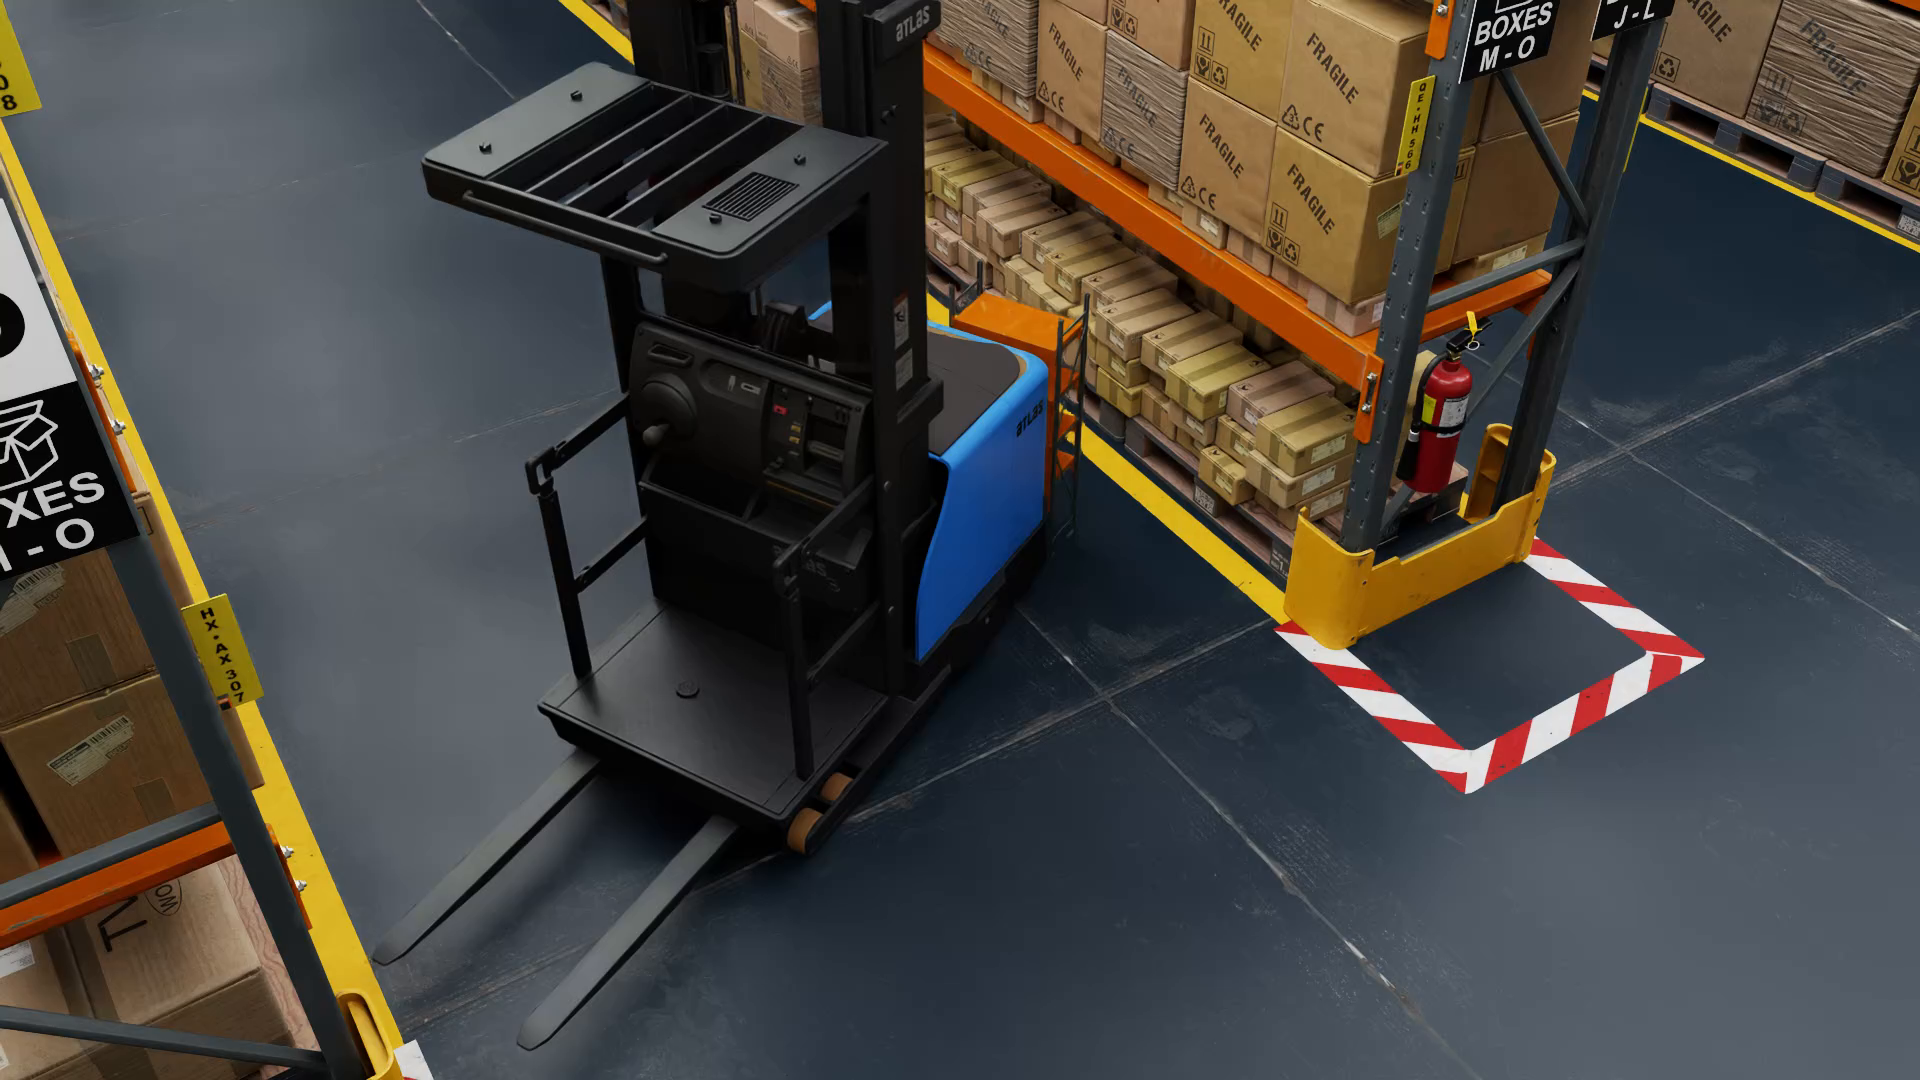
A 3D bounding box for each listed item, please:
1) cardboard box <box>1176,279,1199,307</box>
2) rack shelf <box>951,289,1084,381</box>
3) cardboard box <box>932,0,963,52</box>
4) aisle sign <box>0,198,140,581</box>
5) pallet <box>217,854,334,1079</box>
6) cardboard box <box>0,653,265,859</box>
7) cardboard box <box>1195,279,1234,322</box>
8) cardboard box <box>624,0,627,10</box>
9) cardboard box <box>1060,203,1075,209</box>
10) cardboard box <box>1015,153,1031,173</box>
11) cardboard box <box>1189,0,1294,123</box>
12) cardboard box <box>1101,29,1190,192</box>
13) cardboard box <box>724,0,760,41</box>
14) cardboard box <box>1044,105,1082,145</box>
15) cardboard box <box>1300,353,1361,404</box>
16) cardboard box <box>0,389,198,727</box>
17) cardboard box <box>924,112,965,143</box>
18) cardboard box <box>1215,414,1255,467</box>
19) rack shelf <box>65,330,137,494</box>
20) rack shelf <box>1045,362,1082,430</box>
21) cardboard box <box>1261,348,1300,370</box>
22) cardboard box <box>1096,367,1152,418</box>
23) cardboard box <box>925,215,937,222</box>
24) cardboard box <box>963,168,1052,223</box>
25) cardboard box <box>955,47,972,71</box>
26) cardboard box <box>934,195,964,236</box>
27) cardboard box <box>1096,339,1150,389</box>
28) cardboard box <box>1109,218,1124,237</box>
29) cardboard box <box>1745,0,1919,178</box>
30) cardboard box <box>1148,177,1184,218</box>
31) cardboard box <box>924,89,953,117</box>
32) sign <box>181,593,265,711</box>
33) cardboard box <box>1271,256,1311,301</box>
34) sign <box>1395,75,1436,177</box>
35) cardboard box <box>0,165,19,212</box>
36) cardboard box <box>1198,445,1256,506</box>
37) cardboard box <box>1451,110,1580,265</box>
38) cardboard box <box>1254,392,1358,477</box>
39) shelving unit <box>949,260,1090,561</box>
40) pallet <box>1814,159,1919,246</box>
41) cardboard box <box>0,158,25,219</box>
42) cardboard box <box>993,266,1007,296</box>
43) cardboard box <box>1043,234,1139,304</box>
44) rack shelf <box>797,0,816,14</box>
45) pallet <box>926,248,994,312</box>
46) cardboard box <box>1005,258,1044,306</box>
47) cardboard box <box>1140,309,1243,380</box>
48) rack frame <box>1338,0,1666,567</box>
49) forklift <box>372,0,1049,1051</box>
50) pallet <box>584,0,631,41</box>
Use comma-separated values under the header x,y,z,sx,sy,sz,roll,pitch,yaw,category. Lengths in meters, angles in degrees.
x,y,z,sx,sy,sz,roll,pitch,yaw,category
1.122,-1.183,7.993,0.380,0.149,0.250,-20,44,-22,cardboard box
0.234,-0.827,6.689,0.480,0.148,0.258,21,44,23,rack shelf
0.118,-2.637,7.761,0.500,0.500,0.500,-22,45,-24,cardboard box
-1.893,-0.245,3.171,0.394,0.787,0.004,-22,45,-24,aisle sign
-2.672,1.481,5.308,1.003,0.211,1.213,-22,45,-24,pallet
-2.192,0.418,4.327,0.500,0.500,0.500,-23,45,-25,cardboard box
1.326,-1.184,7.762,0.380,0.149,0.250,-20,44,-23,cardboard box
-1.920,-3.723,11.000,0.500,0.500,0.500,-22,44,-24,cardboard box
0.596,-1.773,8.702,0.380,0.149,0.250,-22,44,-24,cardboard box
0.513,-2.039,8.788,0.380,0.149,0.250,-23,45,-25,cardboard box
1.215,-1.916,6.114,0.500,0.500,0.500,-24,45,-26,cardboard box
0.931,-1.801,6.758,0.500,0.500,0.500,-22,45,-24,cardboard box
-1.087,-3.189,9.773,0.500,0.250,0.500,-20,44,-22,cardboard box
0.601,-1.918,7.405,0.380,0.149,0.250,-21,44,-23,cardboard box
1.698,-0.746,7.236,0.380,0.149,0.250,-21,44,-24,cardboard box
-2.194,0.035,4.006,0.500,0.500,0.500,-23,45,-25,cardboard box
-0.197,-2.141,8.910,0.380,0.149,0.250,-20,44,-23,cardboard box
1.323,-0.471,7.138,0.380,0.149,0.250,-23,45,-25,cardboard box
-3.252,-1.141,4.495,1.077,0.370,4.000,-22,45,-24,rack shelf
0.233,-0.644,6.839,0.480,0.148,0.258,21,44,23,rack shelf
1.572,-0.765,7.491,0.380,0.149,0.250,-22,44,-24,cardboard box
0.857,-0.744,7.698,0.380,0.149,0.250,-24,46,-26,cardboard box
-0.140,-1.718,8.868,0.380,0.149,0.250,-21,44,-23,cardboard box
0.238,-1.719,8.404,0.380,0.149,0.250,-23,45,-25,cardboard box
0.199,-2.353,7.927,0.380,0.149,0.250,-24,46,-26,cardboard box
0.090,-1.753,8.677,0.380,0.149,0.250,-22,45,-25,cardboard box
0.848,-0.866,7.613,0.380,0.149,0.250,-22,44,-24,cardboard box
0.966,-1.617,8.281,0.380,0.149,0.250,-24,45,-26,cardboard box
5.278,-2.751,9.540,0.875,0.875,0.875,-22,45,-24,cardboard box
1.006,-1.486,6.886,0.380,0.149,0.250,-24,46,-26,cardboard box
-0.382,-2.794,9.885,0.500,0.500,0.500,-20,44,-23,cardboard box
-1.705,0.263,3.853,0.100,0.325,0.005,-22,45,-24,sign
1.427,-1.073,6.391,0.380,0.149,0.250,-22,45,-24,cardboard box
1.464,-1.330,5.352,0.100,0.325,0.005,-22,45,-24,sign
-2.932,-0.996,4.736,0.380,0.149,0.250,-23,45,-25,cardboard box
1.260,-0.327,7.198,0.380,0.149,0.250,-21,44,-23,cardboard box
1.934,-1.434,6.318,0.500,0.500,0.500,-20,44,-22,cardboard box
1.445,-0.437,6.866,0.380,0.149,0.250,-22,44,-24,cardboard box
0.232,-0.523,6.938,0.503,1.200,0.258,21,44,23,shelving unit
5.683,-1.930,9.402,1.003,0.211,1.213,-22,45,-24,pallet
-3.030,-0.786,4.991,0.500,0.500,0.500,-22,45,-24,cardboard box
0.390,-1.349,8.425,0.380,0.149,0.250,-24,45,-26,cardboard box
0.621,-1.288,7.887,0.380,0.149,0.250,-22,45,-24,cardboard box
-1.283,-3.906,10.157,1.077,0.370,4.000,-22,45,-24,rack shelf
0.183,-1.682,9.103,1.003,0.211,1.213,-22,45,-24,pallet
0.443,-1.292,8.123,0.380,0.149,0.250,-23,45,-25,cardboard box
1.026,-0.850,7.362,0.380,0.149,0.250,-24,45,-26,cardboard box
1.943,-0.944,6.040,1.000,3.000,0.127,-22,45,-24,rack frame
-0.823,-0.348,5.378,1.130,2.935,3.031,21,44,23,forklift
-1.940,-3.769,11.608,1.003,0.211,1.213,-22,45,-24,pallet
